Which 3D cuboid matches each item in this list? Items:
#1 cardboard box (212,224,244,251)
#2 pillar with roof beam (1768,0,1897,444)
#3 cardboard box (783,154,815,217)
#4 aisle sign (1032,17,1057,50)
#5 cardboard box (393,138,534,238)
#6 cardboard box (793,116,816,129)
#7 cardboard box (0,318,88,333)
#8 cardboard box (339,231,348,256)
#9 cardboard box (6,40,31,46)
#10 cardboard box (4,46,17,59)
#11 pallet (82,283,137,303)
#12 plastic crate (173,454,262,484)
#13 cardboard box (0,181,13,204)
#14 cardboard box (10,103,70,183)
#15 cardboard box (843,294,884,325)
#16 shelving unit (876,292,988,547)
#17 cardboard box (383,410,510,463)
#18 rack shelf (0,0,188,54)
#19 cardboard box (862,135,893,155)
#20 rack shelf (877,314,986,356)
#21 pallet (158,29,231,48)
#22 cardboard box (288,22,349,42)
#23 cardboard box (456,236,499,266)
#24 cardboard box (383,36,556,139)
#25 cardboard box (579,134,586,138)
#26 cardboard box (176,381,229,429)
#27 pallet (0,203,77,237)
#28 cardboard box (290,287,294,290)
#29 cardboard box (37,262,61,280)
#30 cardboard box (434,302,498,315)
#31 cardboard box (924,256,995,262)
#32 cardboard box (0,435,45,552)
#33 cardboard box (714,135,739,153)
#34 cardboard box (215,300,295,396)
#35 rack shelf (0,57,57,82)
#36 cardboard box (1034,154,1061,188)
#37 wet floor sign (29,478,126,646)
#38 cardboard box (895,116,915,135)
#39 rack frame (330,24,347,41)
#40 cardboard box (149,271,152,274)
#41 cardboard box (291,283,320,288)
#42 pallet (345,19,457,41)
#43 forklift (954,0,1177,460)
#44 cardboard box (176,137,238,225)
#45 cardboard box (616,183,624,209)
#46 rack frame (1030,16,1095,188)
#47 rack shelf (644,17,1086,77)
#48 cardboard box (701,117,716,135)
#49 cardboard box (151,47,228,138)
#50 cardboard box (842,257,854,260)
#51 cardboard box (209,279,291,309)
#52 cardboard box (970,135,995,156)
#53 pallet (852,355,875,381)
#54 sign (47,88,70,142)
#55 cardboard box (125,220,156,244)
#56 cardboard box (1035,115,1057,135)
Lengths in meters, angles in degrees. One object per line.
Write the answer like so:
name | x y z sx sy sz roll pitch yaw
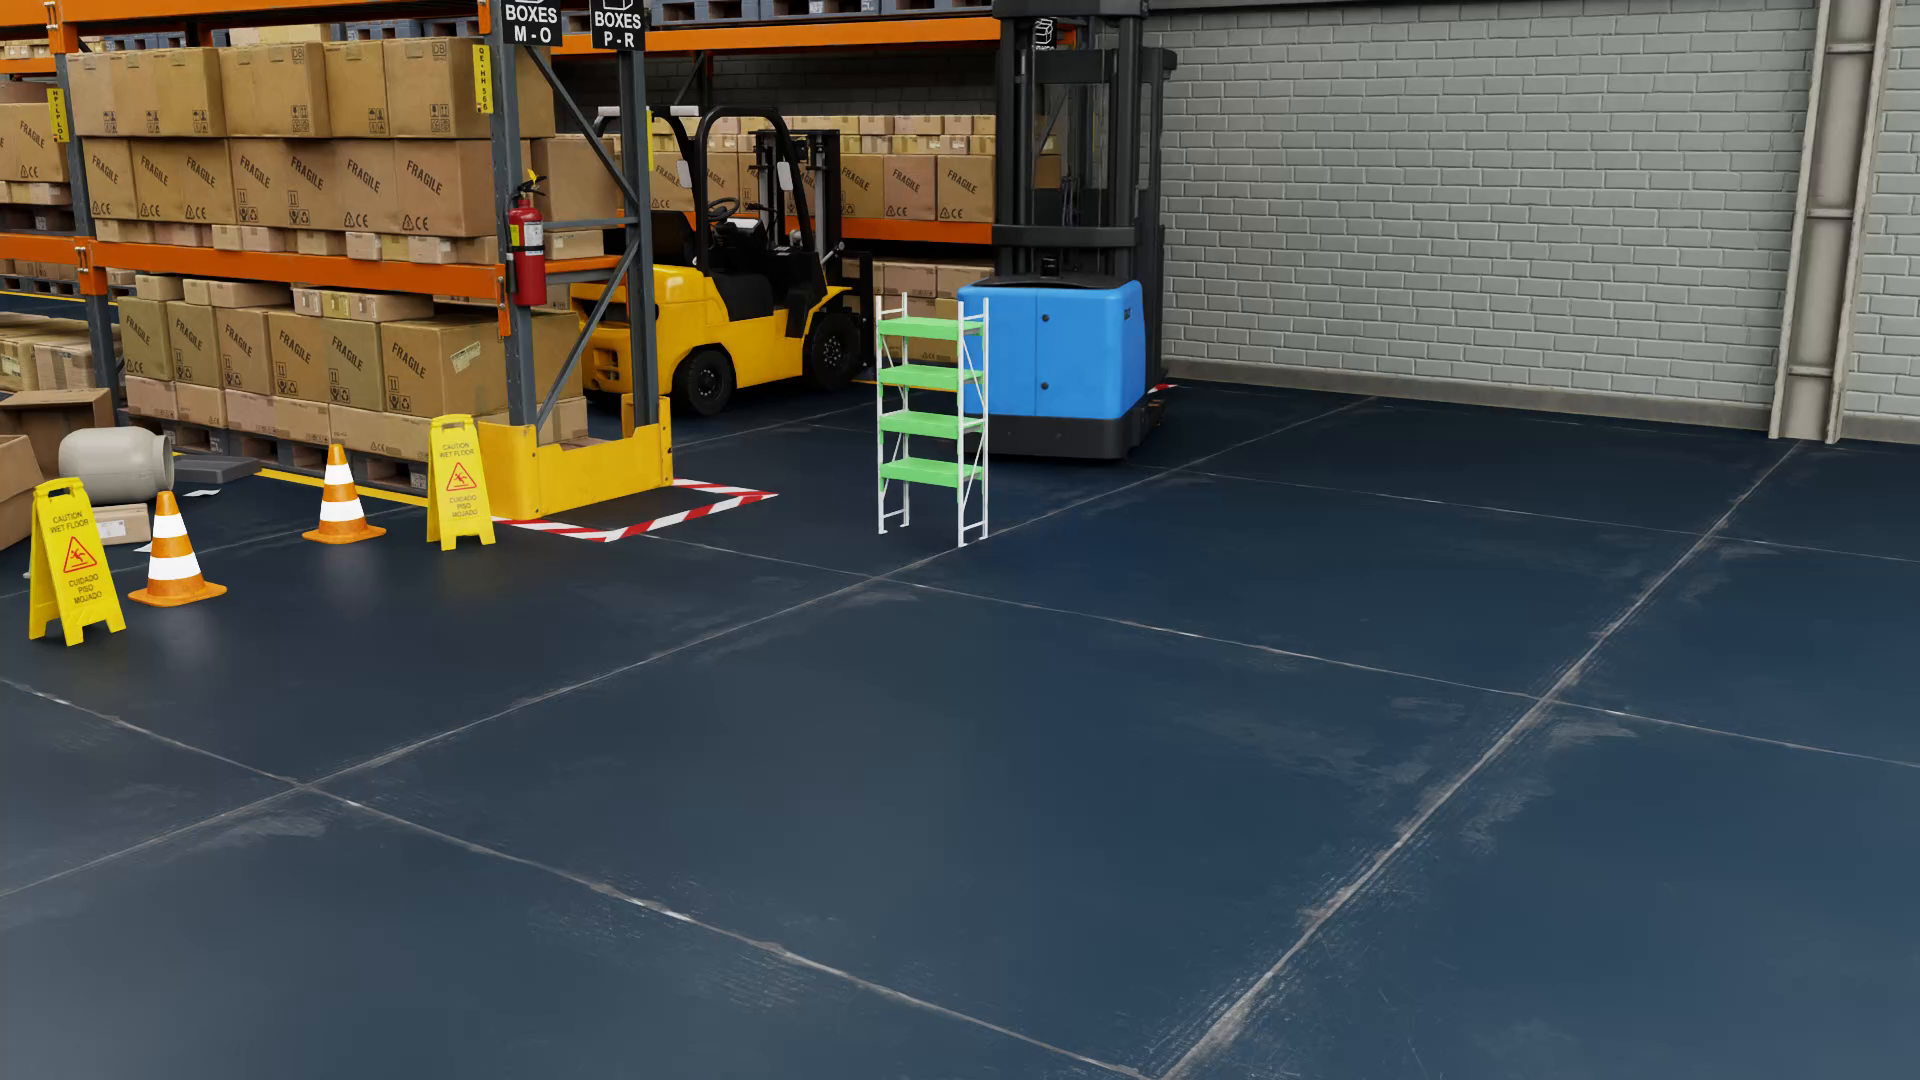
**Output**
cardboard box | -4.223 -1.816 9.942 0.250 0.149 0.380 9 17 33
pillar with roof beam | 3.226 -4.194 6.538 0.400 9.000 9.100 9 17 33
cardboard box | -1.104 -2.939 13.746 0.500 0.500 0.500 9 17 33
aisle sign | 0.615 -3.866 12.289 0.004 0.787 0.394 9 17 33
cardboard box | -2.647 -1.892 8.898 0.500 0.500 0.500 9 16 32
cardboard box | -1.166 -3.427 13.749 0.250 0.149 0.380 9 17 33
cardboard box | -6.975 -1.405 12.350 0.625 0.372 0.950 10 17 35
cardboard box | -3.310 -1.709 9.506 0.250 0.149 0.380 9 17 34
cardboard box | -11.043 -6.031 19.896 0.500 0.250 0.500 9 16 32
cardboard box | -11.199 -5.838 19.943 0.250 0.149 0.380 9 17 33
pallet | -9.802 -3.020 20.083 1.213 0.211 1.003 9 17 33
plastic crate | -4.516 -0.427 9.881 0.583 0.080 0.402 3 14 14
cardboard box | -6.386 -2.380 11.345 0.250 0.149 0.380 9 16 32
cardboard box | -5.873 -2.631 11.008 0.500 0.500 0.500 9 16 32
cardboard box | -0.704 -1.921 13.649 0.500 0.250 0.500 9 16 32
shelving unit | -0.137 -0.605 8.269 0.503 1.200 0.258 9 17 33
cardboard box | -2.883 -0.609 9.388 0.500 0.250 0.500 9 17 33
rack shelf | -7.021 -3.593 11.850 4.000 0.370 1.077 9 17 33
cardboard box | -0.576 -3.163 13.301 0.250 0.149 0.380 9 16 31
rack shelf | -0.137 -1.009 8.169 0.480 0.148 0.258 9 17 33
pallet | -7.868 -5.406 18.068 1.003 0.211 1.213 9 17 33
cardboard box | -6.475 -5.148 16.948 0.500 0.250 0.500 9 16 31
cardboard box | -2.472 -1.567 8.934 0.250 0.149 0.380 10 17 35
cardboard box | -2.588 -2.385 8.807 0.500 0.500 0.700 9 16 31
cardboard box | -3.226 -3.604 15.083 0.250 0.149 0.380 9 16 32
cardboard box | -4.573 -0.885 10.504 0.500 0.250 0.500 10 17 36
pallet | -5.915 -2.256 11.595 1.213 0.211 1.003 9 17 33
cardboard box | -4.721 -1.425 11.126 0.500 0.500 0.500 9 16 32
cardboard box | -11.027 -3.494 20.523 0.500 0.500 0.500 10 17 34
cardboard box | -3.014 -1.150 10.016 0.500 0.500 0.500 8 16 31
cardboard box | 0.015 -2.195 13.714 0.500 0.250 0.500 9 17 33
cardboard box | -4.913 -0.201 8.086 0.637 0.503 0.797 -1 14 -6
cardboard box | -1.866 -3.365 14.115 0.250 0.149 0.380 10 17 34
cardboard box | -4.143 -1.179 10.131 0.500 0.500 0.500 10 17 36
rack shelf | -10.892 -5.656 20.185 4.000 0.370 1.077 9 17 33
cardboard box | 0.469 -2.842 13.354 0.500 0.500 0.500 10 17 35
wet floor sign | -3.592 0.071 6.694 0.232 0.644 0.267 6 15 23
cardboard box | -0.309 -3.290 13.196 0.250 0.149 0.380 9 17 33
rack frame | -5.914 -3.745 17.208 0.127 3.000 1.000 9 17 33
cardboard box | -9.649 -3.316 20.196 0.500 0.311 0.500 10 17 35
cardboard box | -6.794 -2.818 17.793 0.500 0.500 0.500 9 16 32
pallet | -5.301 -5.036 16.575 1.003 0.211 1.213 10 17 35
forklift | 0.831 -2.216 11.177 1.130 2.935 3.031 4 14 14
cardboard box | -4.313 -2.164 9.995 0.500 0.500 0.500 9 17 32
cardboard box | -3.159 -3.151 15.121 0.500 0.250 0.500 10 17 34
rack frame | 0.725 -2.672 12.874 0.127 3.000 1.000 9 17 33
rack shelf | -0.935 -4.047 13.684 4.000 0.370 1.077 9 17 33
cardboard box | -2.012 -3.565 14.304 0.250 0.149 0.380 9 16 32
cardboard box | -4.304 -2.648 9.872 0.500 0.500 0.700 9 16 32
cardboard box | -1.099 -2.228 13.850 0.500 0.250 0.500 9 16 32
cardboard box | -4.300 -1.500 10.079 0.250 0.149 0.380 10 17 36
cardboard box | 0.281 -3.026 12.746 0.250 0.149 0.380 9 17 34
pallet | -0.941 -1.576 14.251 1.213 0.211 1.003 9 17 33
sign | -5.668 -2.669 10.453 0.005 0.325 0.100 9 17 33
cardboard box | -5.041 -1.966 10.547 0.250 0.149 0.380 10 17 34
cardboard box | 0.565 -3.267 13.102 0.250 0.149 0.380 9 16 32
